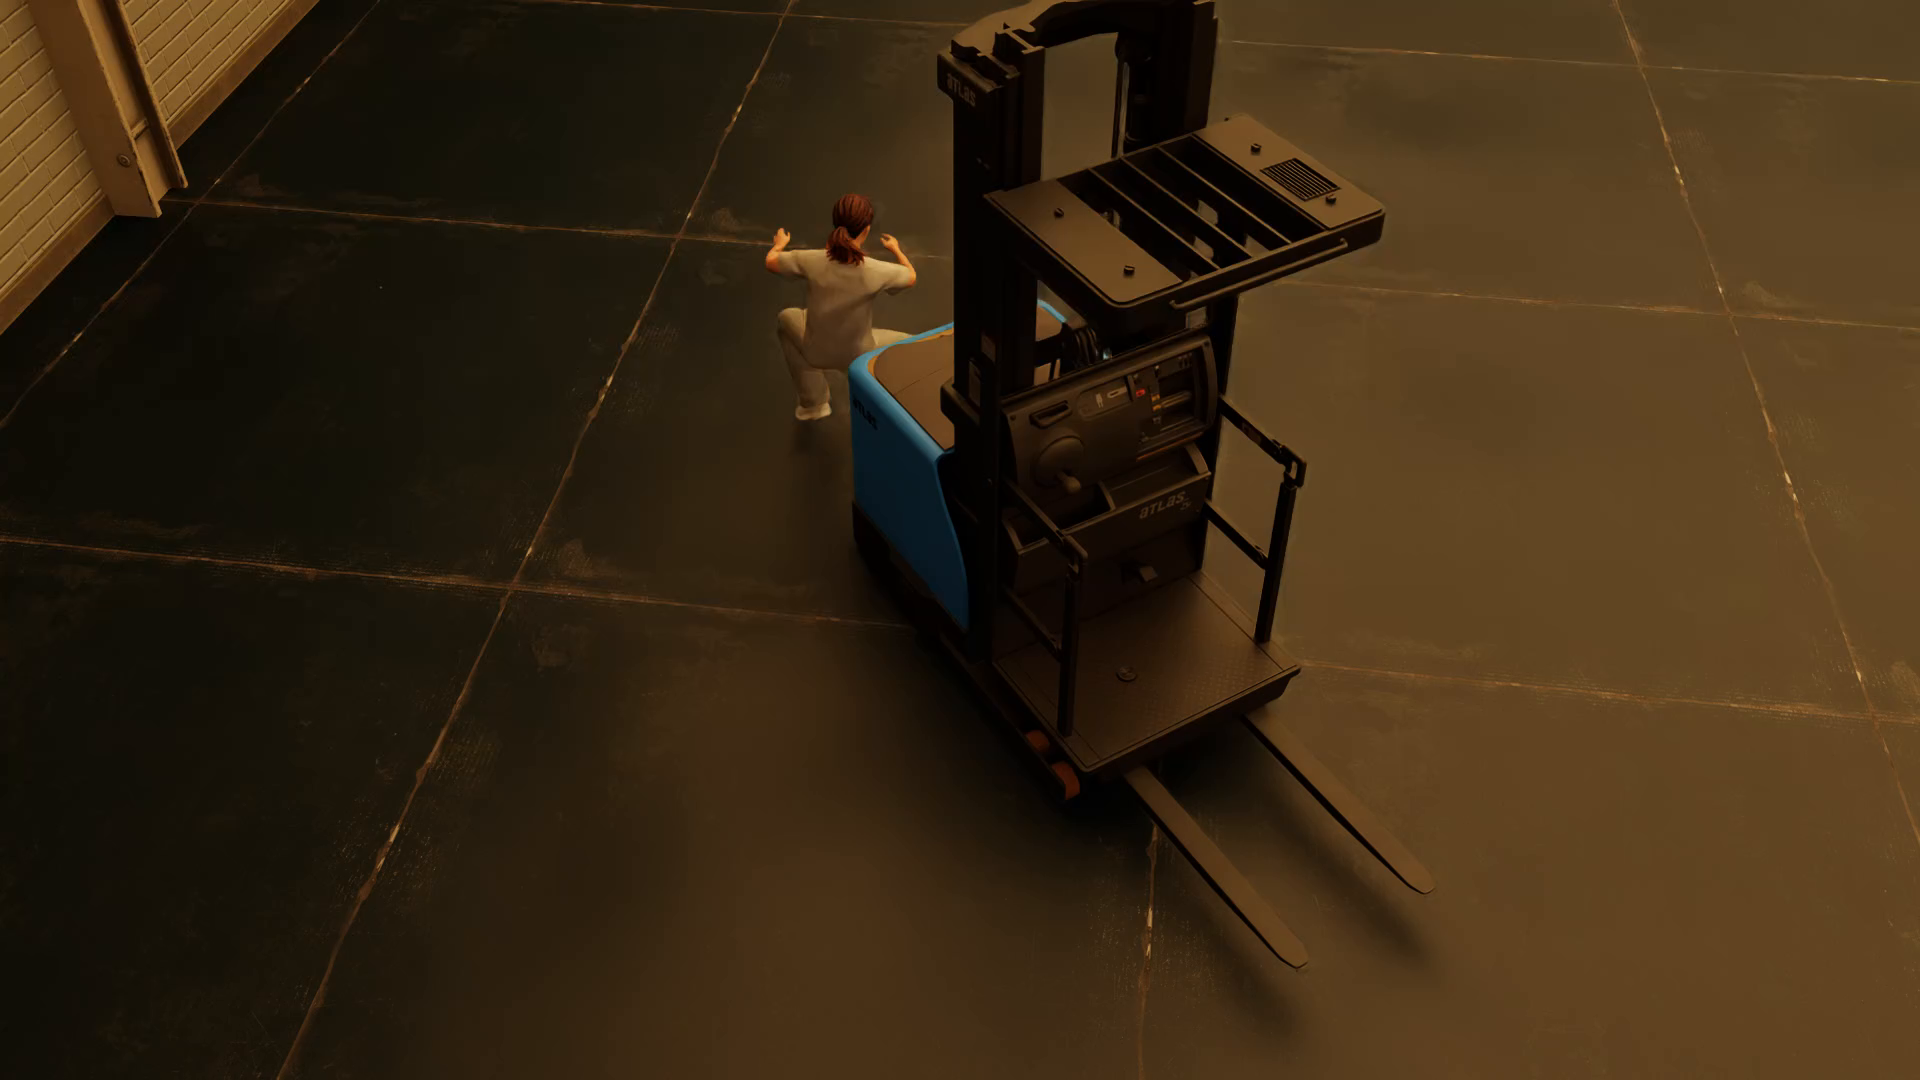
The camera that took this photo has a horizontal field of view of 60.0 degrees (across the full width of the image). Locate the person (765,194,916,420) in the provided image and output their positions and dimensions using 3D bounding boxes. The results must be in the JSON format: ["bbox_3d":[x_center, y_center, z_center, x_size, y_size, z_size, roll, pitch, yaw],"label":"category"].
[{"bbox_3d":[-0.495,-1.082,8.012,0.884,1.454,0.690,6,43,6],"label":"person"}]

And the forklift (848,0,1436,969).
[{"bbox_3d":[0.695,-0.385,6.144,1.130,2.935,3.031,-22,47,-22],"label":"forklift"}]
